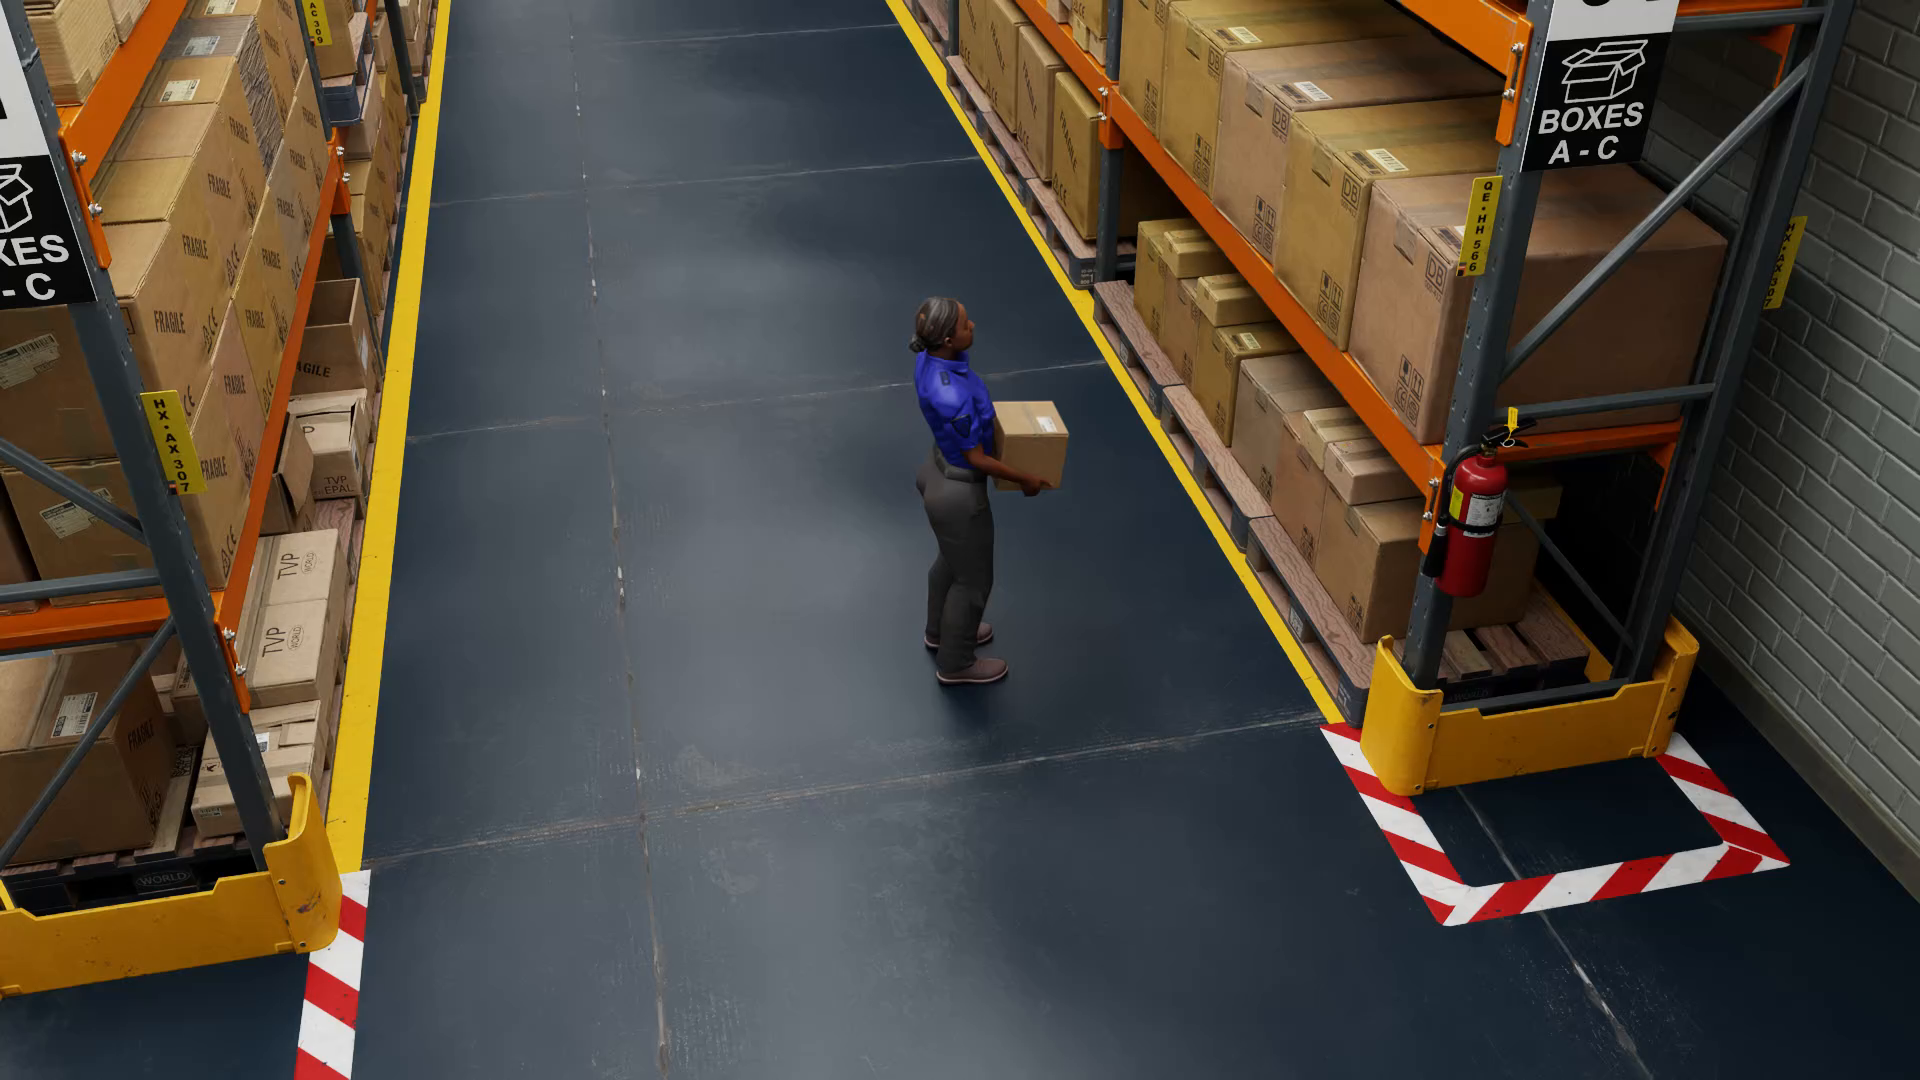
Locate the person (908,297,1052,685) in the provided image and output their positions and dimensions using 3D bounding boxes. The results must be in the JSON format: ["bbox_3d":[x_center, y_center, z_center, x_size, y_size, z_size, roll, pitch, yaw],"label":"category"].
[{"bbox_3d":[0.069,-0.196,6.442,0.517,1.646,0.450,-7,35,-10],"label":"person"}]
